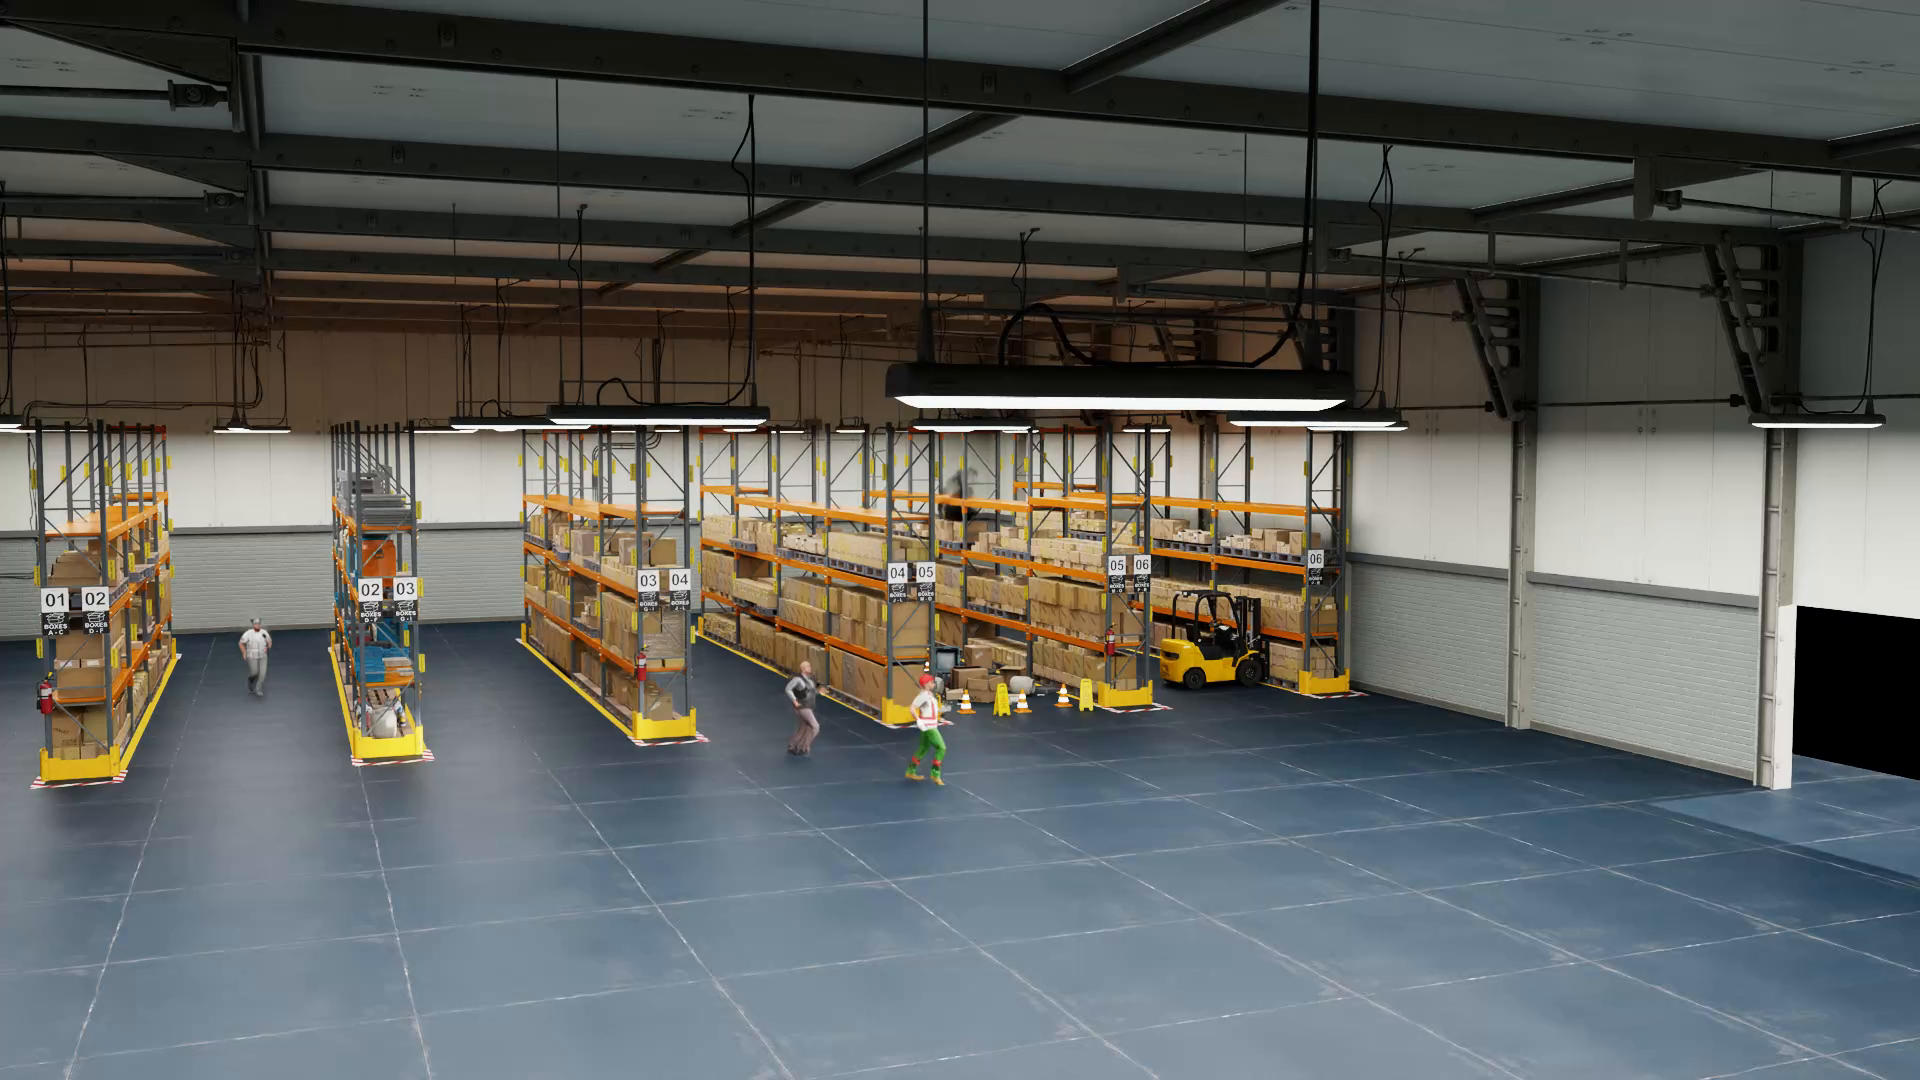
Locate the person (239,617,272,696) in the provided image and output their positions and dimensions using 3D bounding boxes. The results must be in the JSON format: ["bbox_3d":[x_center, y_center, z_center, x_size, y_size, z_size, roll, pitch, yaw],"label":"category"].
[{"bbox_3d":[-15.474,2.565,36.630,0.658,1.740,0.591,-3,4,-36],"label":"person"}]

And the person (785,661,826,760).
[{"bbox_3d":[-2.746,3.036,29.519,0.739,1.765,0.555,1,4,16],"label":"person"}]

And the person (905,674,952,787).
[{"bbox_3d":[-0.520,3.123,27.272,0.774,1.846,0.643,0,4,1],"label":"person"}]
